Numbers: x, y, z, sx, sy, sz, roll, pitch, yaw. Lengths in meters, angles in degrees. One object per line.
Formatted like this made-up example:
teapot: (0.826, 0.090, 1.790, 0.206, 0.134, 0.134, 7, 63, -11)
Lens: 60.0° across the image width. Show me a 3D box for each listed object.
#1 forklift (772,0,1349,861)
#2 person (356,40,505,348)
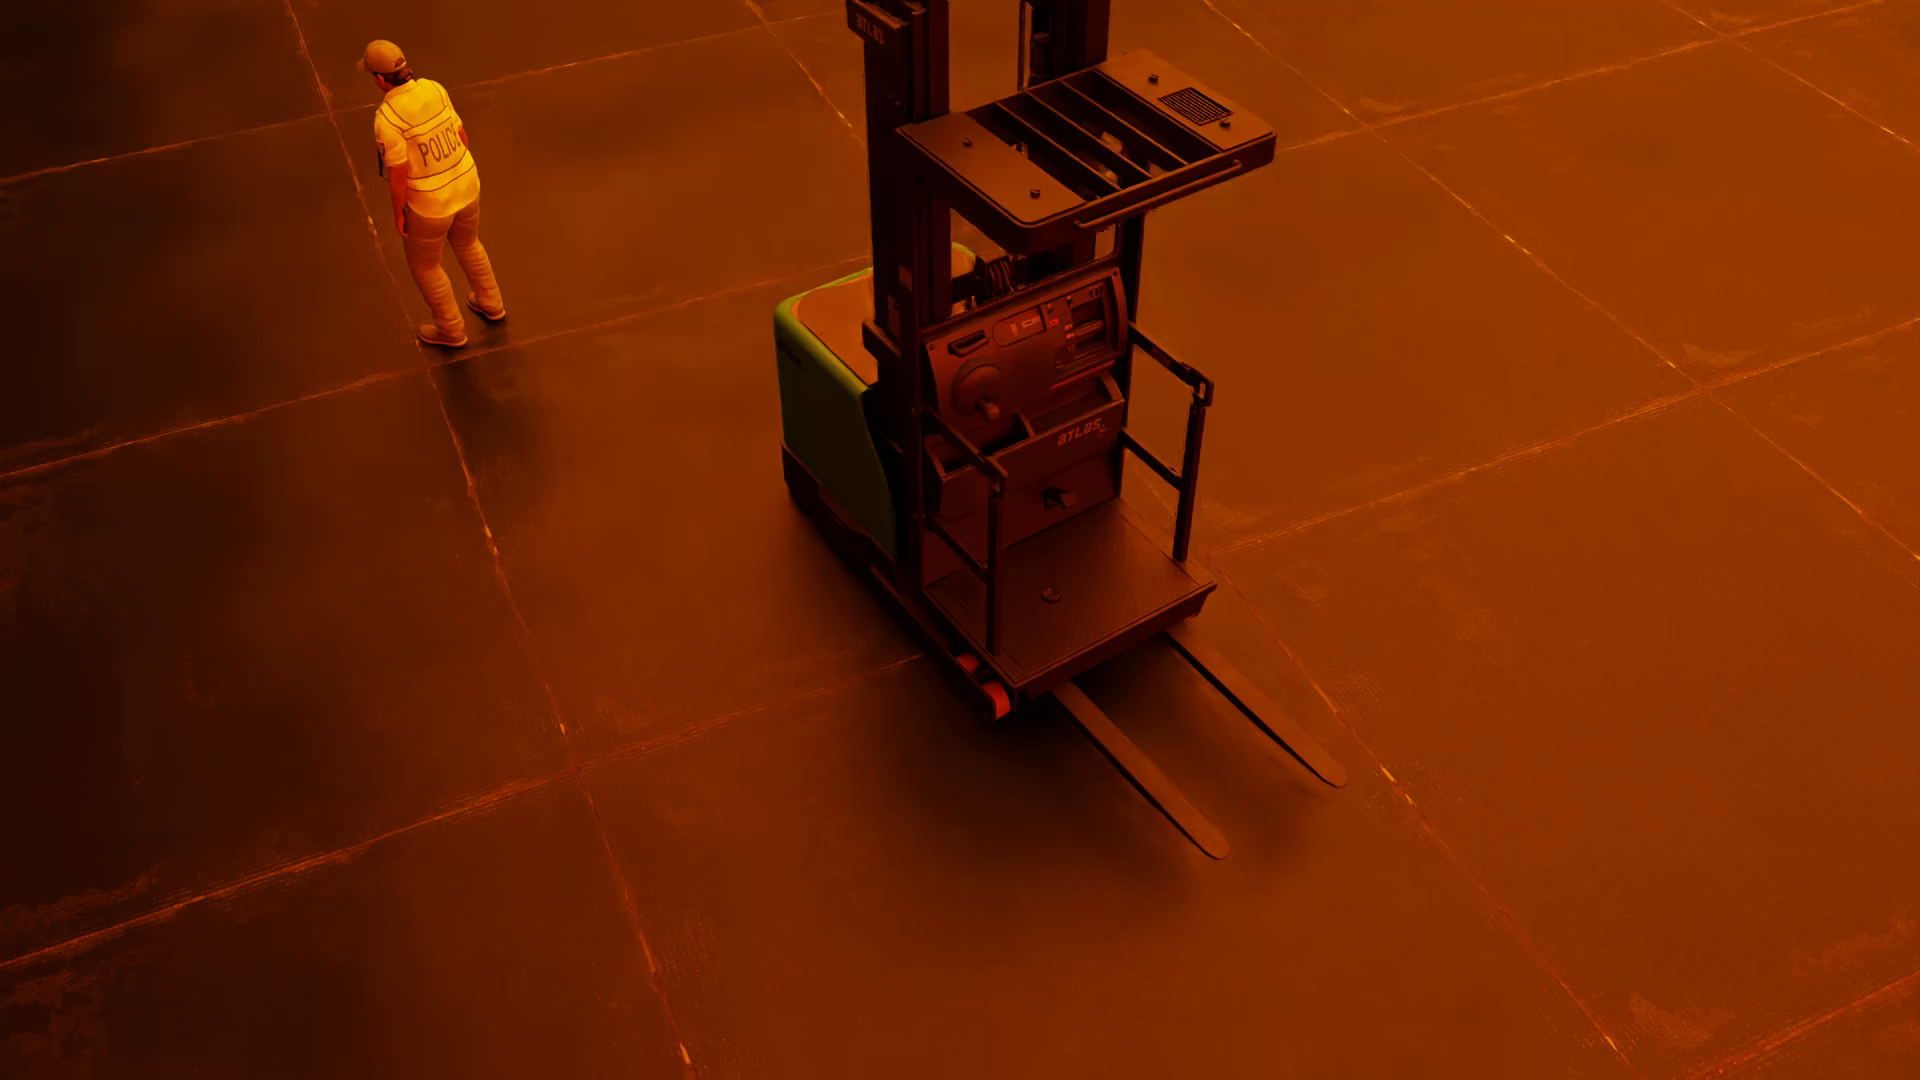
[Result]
forklift: (0.394, -0.691, 6.421, 1.130, 2.935, 3.031, -25, 48, -24)
person: (-2.703, -1.766, 8.504, 0.469, 1.665, 0.542, 23, 48, 23)
